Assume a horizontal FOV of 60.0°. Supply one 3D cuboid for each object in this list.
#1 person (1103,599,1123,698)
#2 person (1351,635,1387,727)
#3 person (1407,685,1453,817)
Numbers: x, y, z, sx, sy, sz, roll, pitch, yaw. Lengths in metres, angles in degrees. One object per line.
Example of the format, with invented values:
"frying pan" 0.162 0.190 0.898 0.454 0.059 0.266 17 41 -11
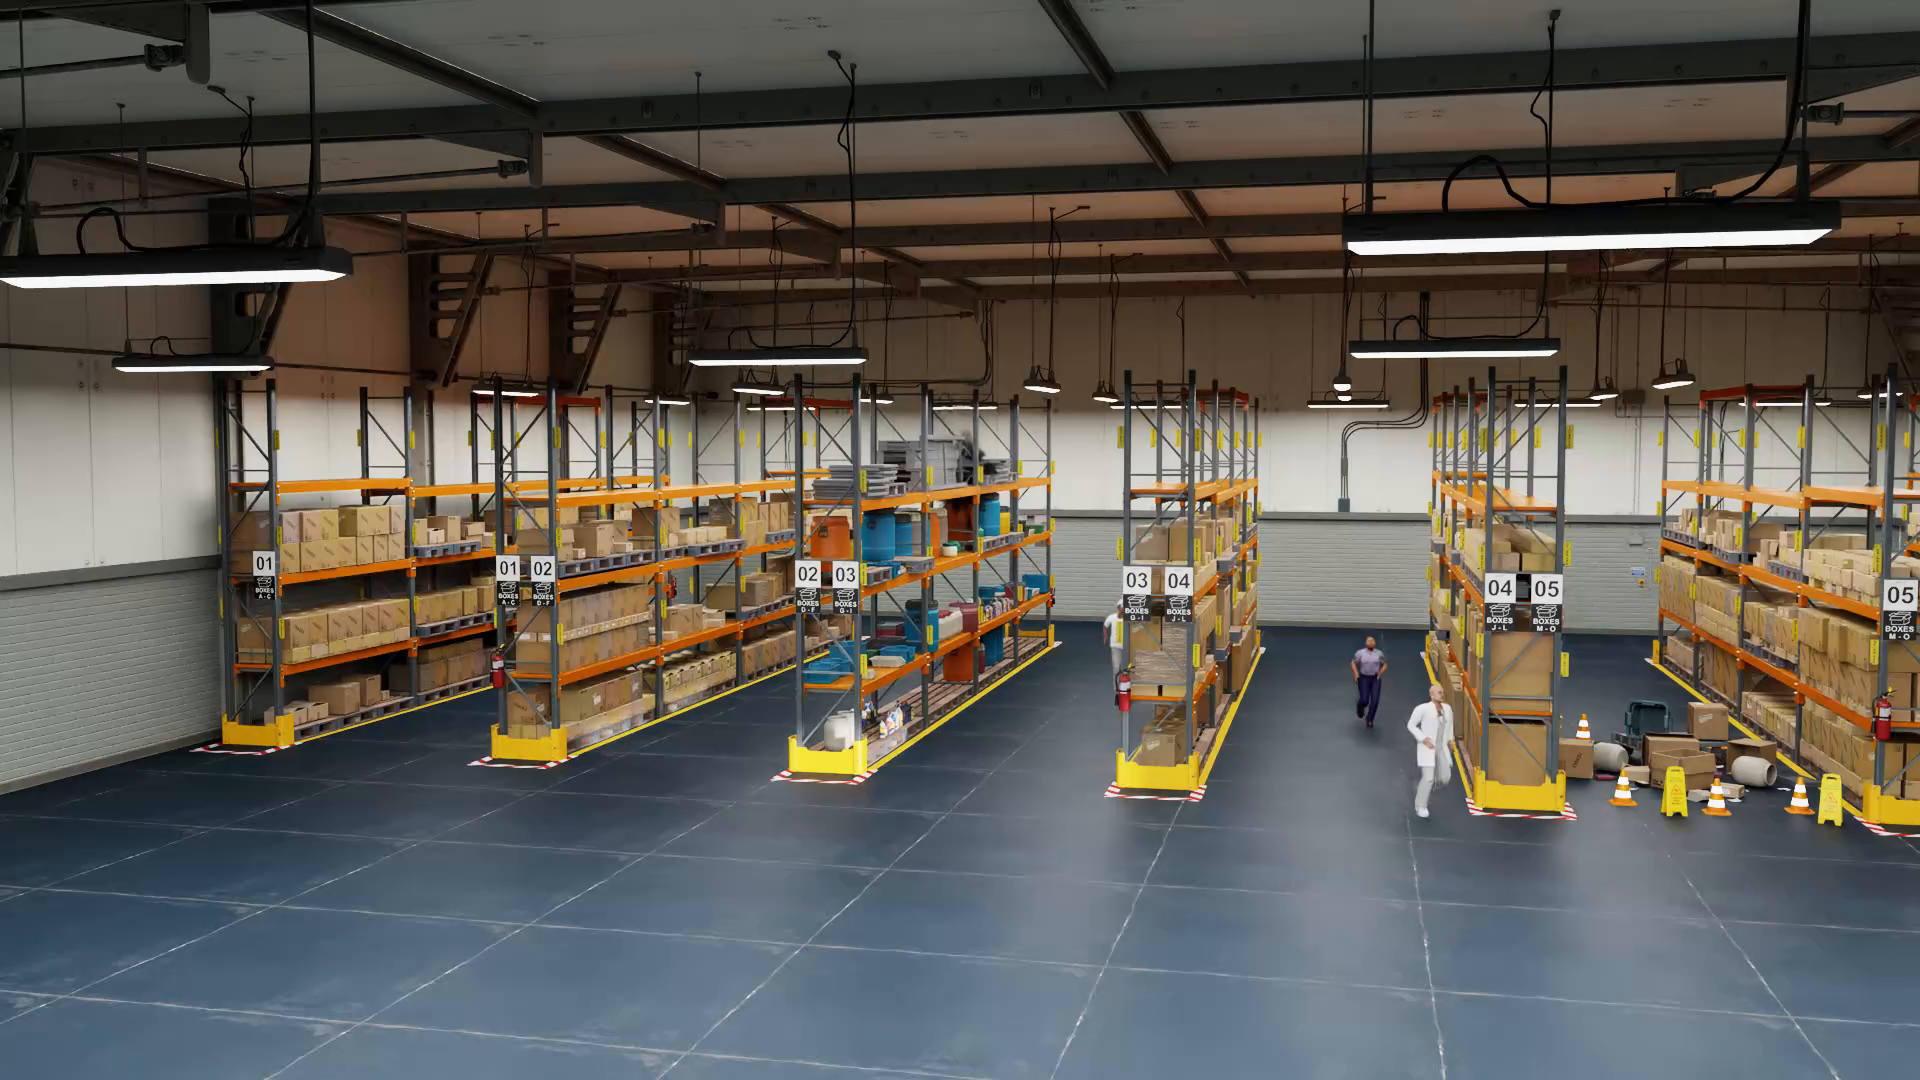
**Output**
"person" 2.964 1.989 30.448 0.700 1.804 0.920 0 3 6
"person" 7.156 2.463 29.050 0.607 1.593 0.551 0 3 4
"person" 6.351 2.814 22.267 0.733 1.738 0.608 -1 4 -14
